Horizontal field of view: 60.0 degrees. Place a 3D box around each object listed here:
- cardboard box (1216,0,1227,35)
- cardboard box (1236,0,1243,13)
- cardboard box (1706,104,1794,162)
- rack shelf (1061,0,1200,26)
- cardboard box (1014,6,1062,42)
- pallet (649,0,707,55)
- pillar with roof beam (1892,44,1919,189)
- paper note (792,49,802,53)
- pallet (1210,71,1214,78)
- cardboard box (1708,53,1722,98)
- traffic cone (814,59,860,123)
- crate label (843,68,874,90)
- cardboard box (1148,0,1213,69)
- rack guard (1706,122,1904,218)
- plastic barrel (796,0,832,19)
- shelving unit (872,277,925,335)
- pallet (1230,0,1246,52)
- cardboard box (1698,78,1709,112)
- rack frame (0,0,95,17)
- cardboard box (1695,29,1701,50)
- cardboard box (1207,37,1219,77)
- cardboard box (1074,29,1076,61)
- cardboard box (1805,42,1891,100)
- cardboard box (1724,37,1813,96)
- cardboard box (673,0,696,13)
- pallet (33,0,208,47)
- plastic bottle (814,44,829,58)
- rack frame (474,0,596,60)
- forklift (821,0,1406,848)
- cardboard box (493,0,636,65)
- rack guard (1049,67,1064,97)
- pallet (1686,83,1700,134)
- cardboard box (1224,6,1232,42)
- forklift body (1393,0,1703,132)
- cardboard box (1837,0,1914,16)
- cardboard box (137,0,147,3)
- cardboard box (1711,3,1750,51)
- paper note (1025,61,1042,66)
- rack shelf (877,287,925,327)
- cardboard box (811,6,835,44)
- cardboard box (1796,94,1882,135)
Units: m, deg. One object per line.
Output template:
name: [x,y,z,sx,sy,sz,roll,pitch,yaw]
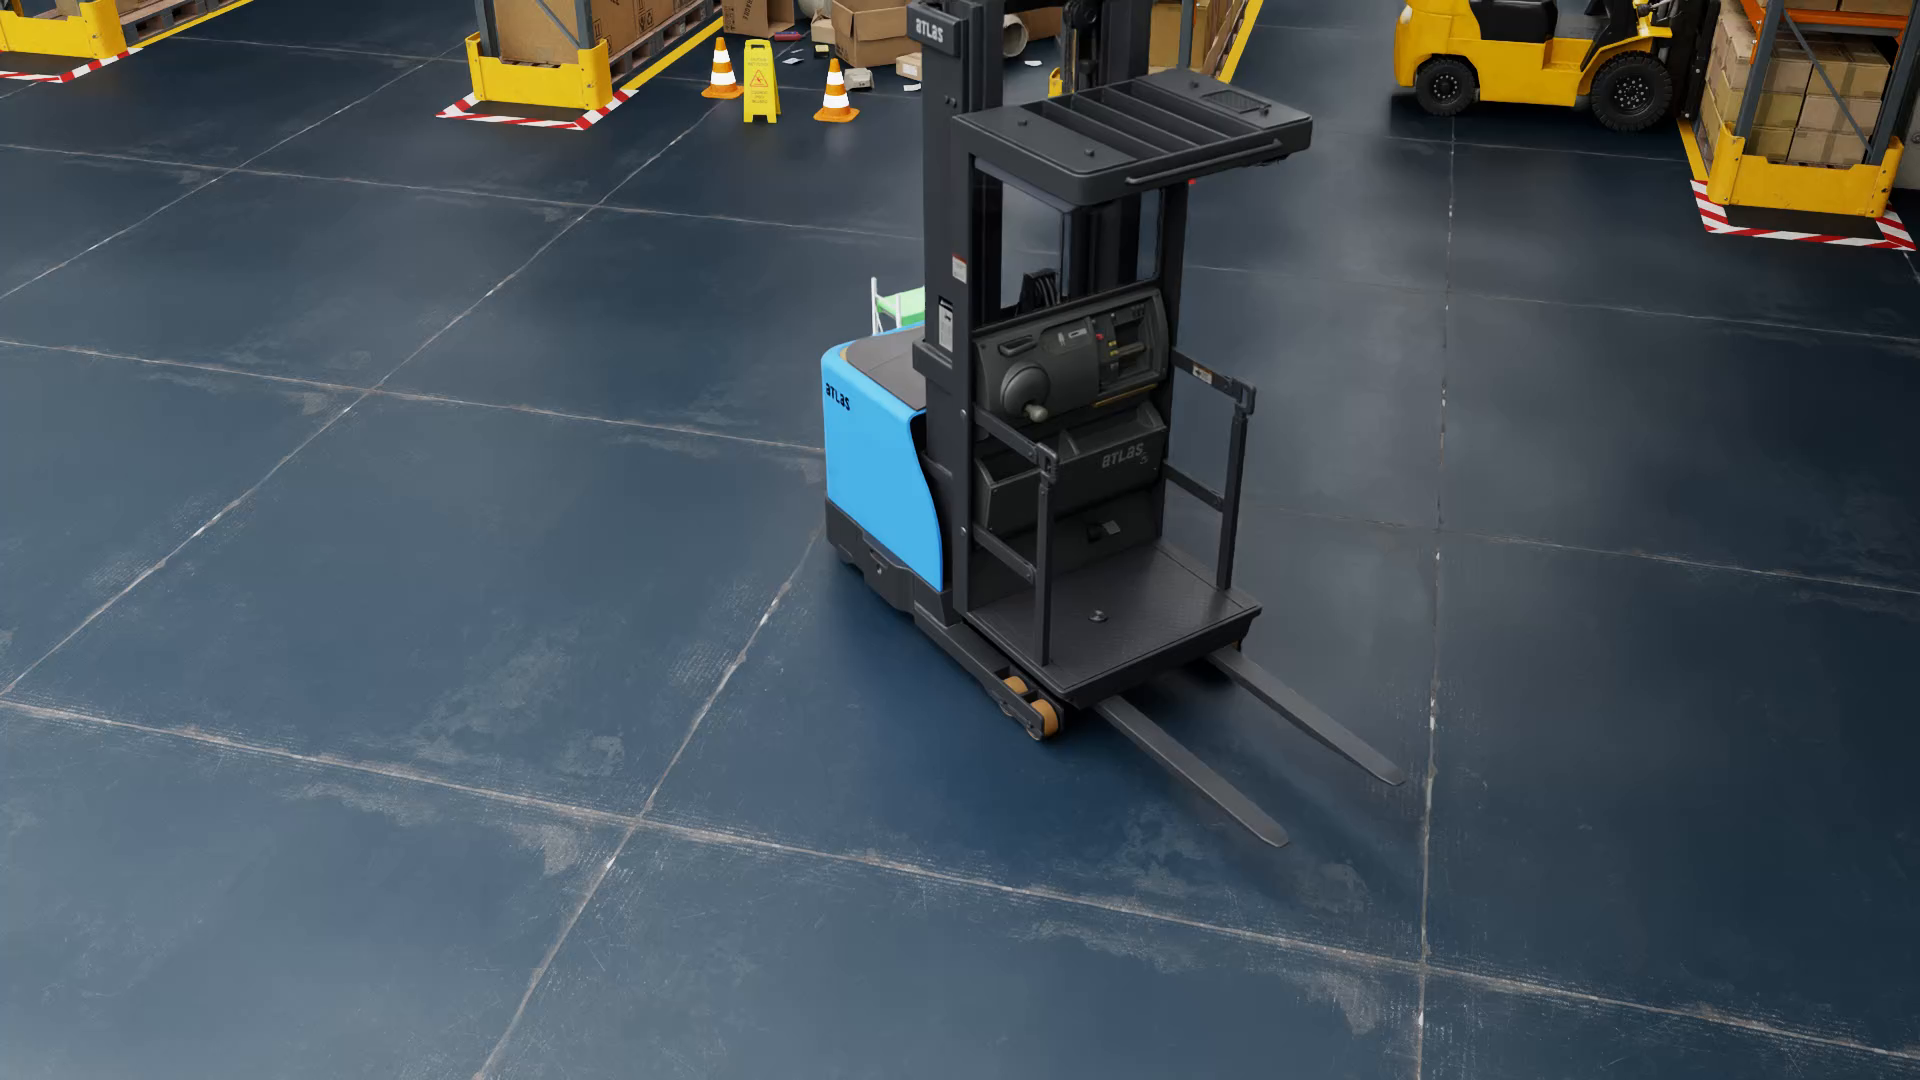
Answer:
cardboard box: [2.018,-4.672,14.275,0.500,0.500,0.500,9,33,13]
cardboard box: [2.402,-5.163,15.747,0.500,0.250,0.500,10,34,15]
cardboard box: [5.892,-3.044,12.413,0.500,0.250,0.500,8,33,13]
rack shelf: [1.784,-5.148,14.223,1.077,0.370,4.000,8,33,12]
cardboard box: [0.704,-5.065,15.749,0.500,0.500,0.500,-21,38,-29]
pallet: [-3.098,-4.915,15.785,1.003,0.211,1.213,8,33,12]
pillar with roof beam: [2.963,-7.096,11.025,9.100,9.000,0.400,8,33,12]
paper note: [-1.503,-4.509,15.333,0.032,0.001,0.123,28,42,36]
pallet: [1.536,-3.693,13.863,1.003,0.211,1.213,8,33,12]
cardboard box: [6.038,-3.522,12.699,0.500,0.250,0.500,8,33,12]
traffic cone: [-1.022,-3.717,13.665,0.336,0.463,0.334,8,33,12]
crate label: [-0.883,-3.996,14.408,0.250,0.136,0.298,-8,33,-13]
cardboard box: [1.754,-4.141,13.440,0.500,0.500,0.500,7,33,11]
rack guard: [6.073,-2.673,11.988,1.175,0.500,0.348,8,33,12]
plastic barrel: [-1.326,-5.226,16.077,0.421,0.421,0.512,-21,38,-29]
shelving unit: [-0.150,-0.776,8.352,0.503,1.200,0.258,-20,38,-28]
pallet: [2.155,-4.960,15.855,1.003,0.211,1.213,8,33,12]
cardboard box: [6.163,-3.559,13.224,0.500,0.250,0.500,8,33,13]
rack frame: [-8.309,-5.763,14.520,1.000,3.000,0.127,8,33,12]
cardboard box: [6.279,-4.052,13.533,0.500,0.250,0.500,8,33,12]
cardboard box: [1.886,-4.076,14.036,0.500,0.250,0.500,9,34,14]
cardboard box: [1.228,-4.198,13.531,0.500,0.500,0.500,8,33,13]
cardboard box: [6.384,-3.402,12.046,0.500,0.250,0.500,8,33,12]
cardboard box: [5.894,-3.460,12.137,0.500,0.250,0.500,9,34,14]
cardboard box: [-2.974,-5.607,15.862,0.875,0.875,0.875,8,33,13]
pallet: [-8.049,-5.043,15.985,1.003,0.211,1.213,8,33,12]
plastic bottle: [-1.271,-4.494,15.262,0.133,0.061,0.283,-3,33,-4]
rack frame: [-3.537,-5.035,13.375,1.000,3.000,0.127,8,33,12]
forklift: [0.590,-0.698,6.615,1.130,2.935,3.031,-20,38,-28]
cardboard box: [-3.429,-4.677,14.400,0.875,0.875,0.875,8,33,13]
rack guard: [1.296,-3.398,13.130,1.175,0.500,0.348,8,33,12]
pallet: [6.544,-3.597,13.711,1.003,0.211,1.213,8,33,12]
cardboard box: [2.143,-4.622,14.896,0.500,0.250,0.500,9,33,13]
forklift body: [4.795,-4.614,13.503,2.313,2.155,1.214,8,33,12]
cardboard box: [6.473,-4.001,11.655,0.500,0.500,0.500,9,34,14]
cardboard box: [-8.016,-5.522,16.079,0.500,0.500,0.500,17,36,25]
cardboard box: [6.136,-3.989,12.969,0.500,0.250,0.500,8,33,13]
paper note: [0.664,-4.307,14.996,0.142,0.019,0.148,-3,33,-4]
rack shelf: [-0.150,-1.127,8.129,0.480,0.148,0.258,-20,38,-28]
cardboard box: [-1.177,-4.815,15.576,0.396,0.266,0.258,14,35,21]
cardboard box: [6.399,-3.184,12.167,0.500,0.250,0.500,9,33,13]
